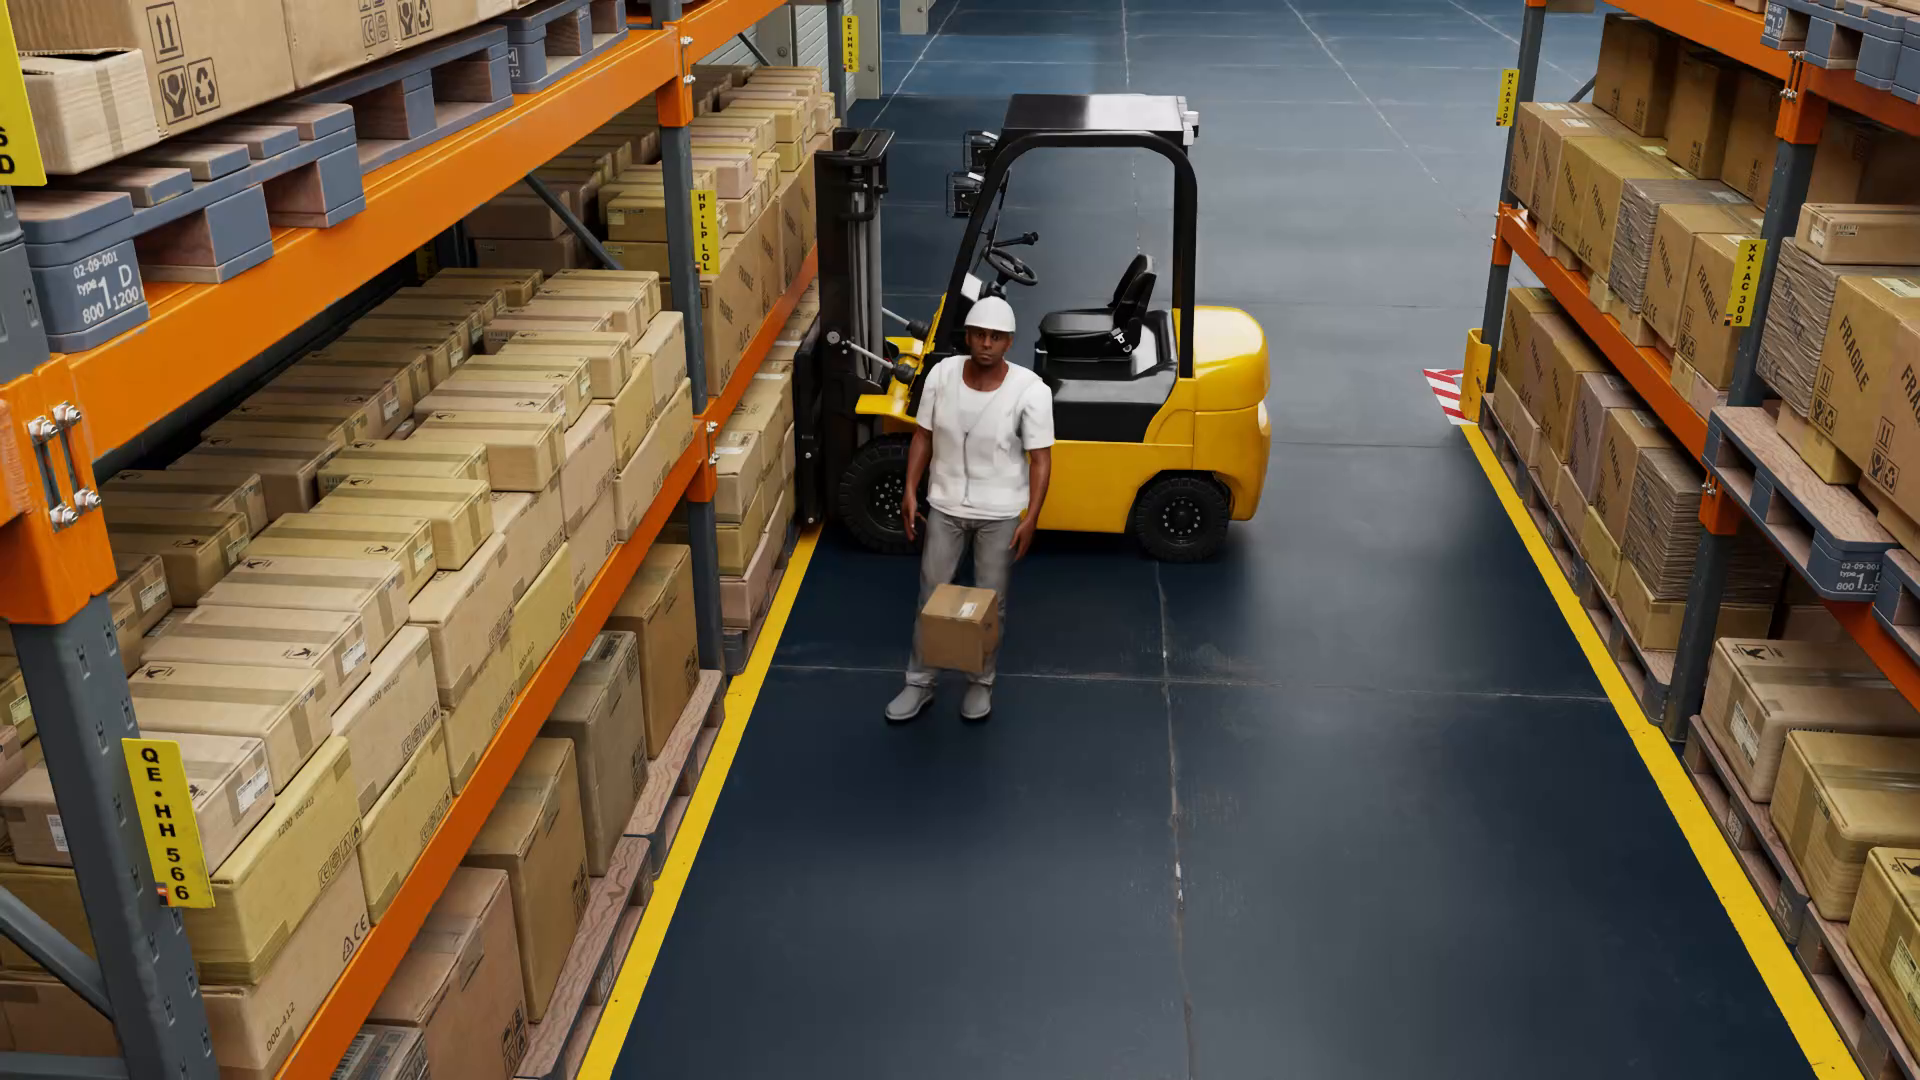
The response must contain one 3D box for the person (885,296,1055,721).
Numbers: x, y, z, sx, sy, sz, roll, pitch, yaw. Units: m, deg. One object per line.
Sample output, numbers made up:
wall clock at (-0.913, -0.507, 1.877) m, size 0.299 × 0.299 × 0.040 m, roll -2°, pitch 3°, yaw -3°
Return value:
person at (0.043, -0.105, 6.787) m, size 0.625 × 1.768 × 0.575 m, roll 8°, pitch 25°, yaw 16°
